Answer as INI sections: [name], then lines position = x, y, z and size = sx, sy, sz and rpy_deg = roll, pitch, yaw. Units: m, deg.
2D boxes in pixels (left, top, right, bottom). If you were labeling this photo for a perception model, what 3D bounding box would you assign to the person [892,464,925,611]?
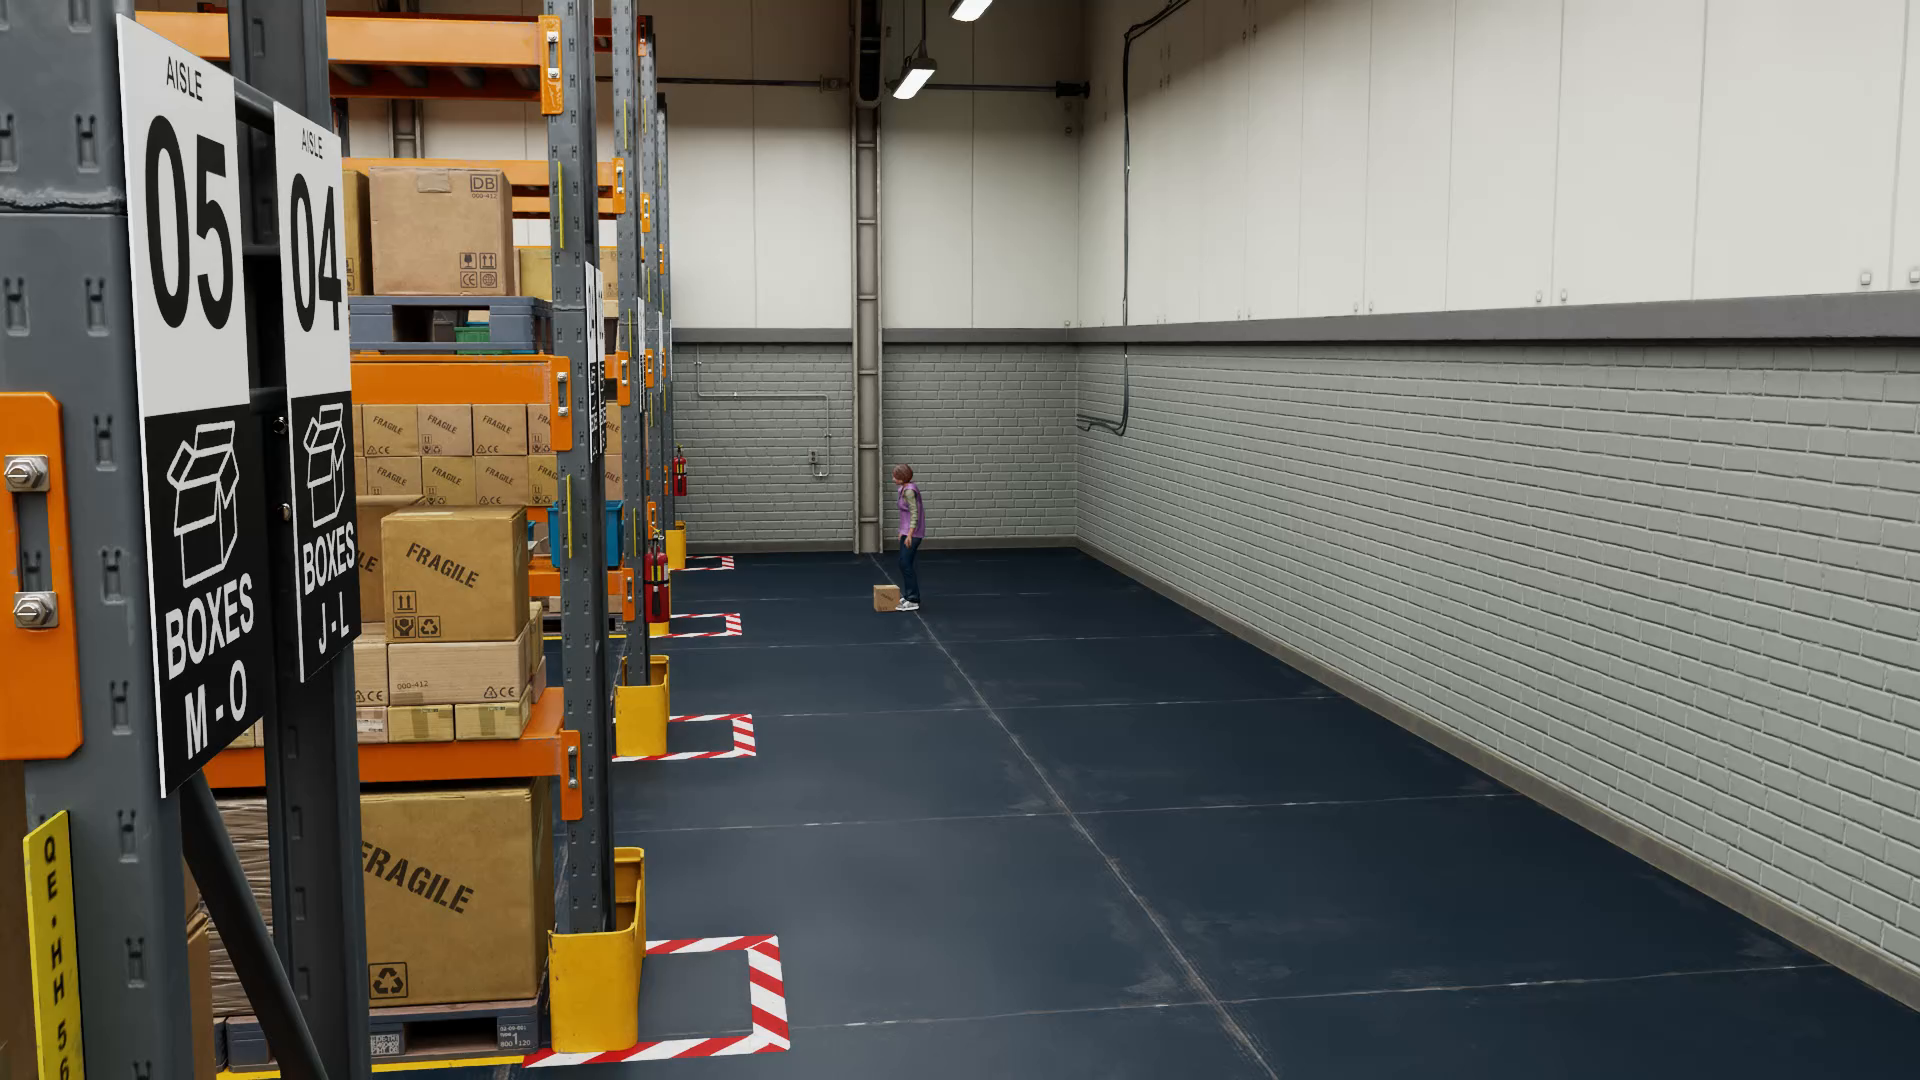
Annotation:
[person]
position = -0.564, -0.038, 18.104
size = 0.349, 1.593, 0.467
rpy_deg = -1, 7, -12
